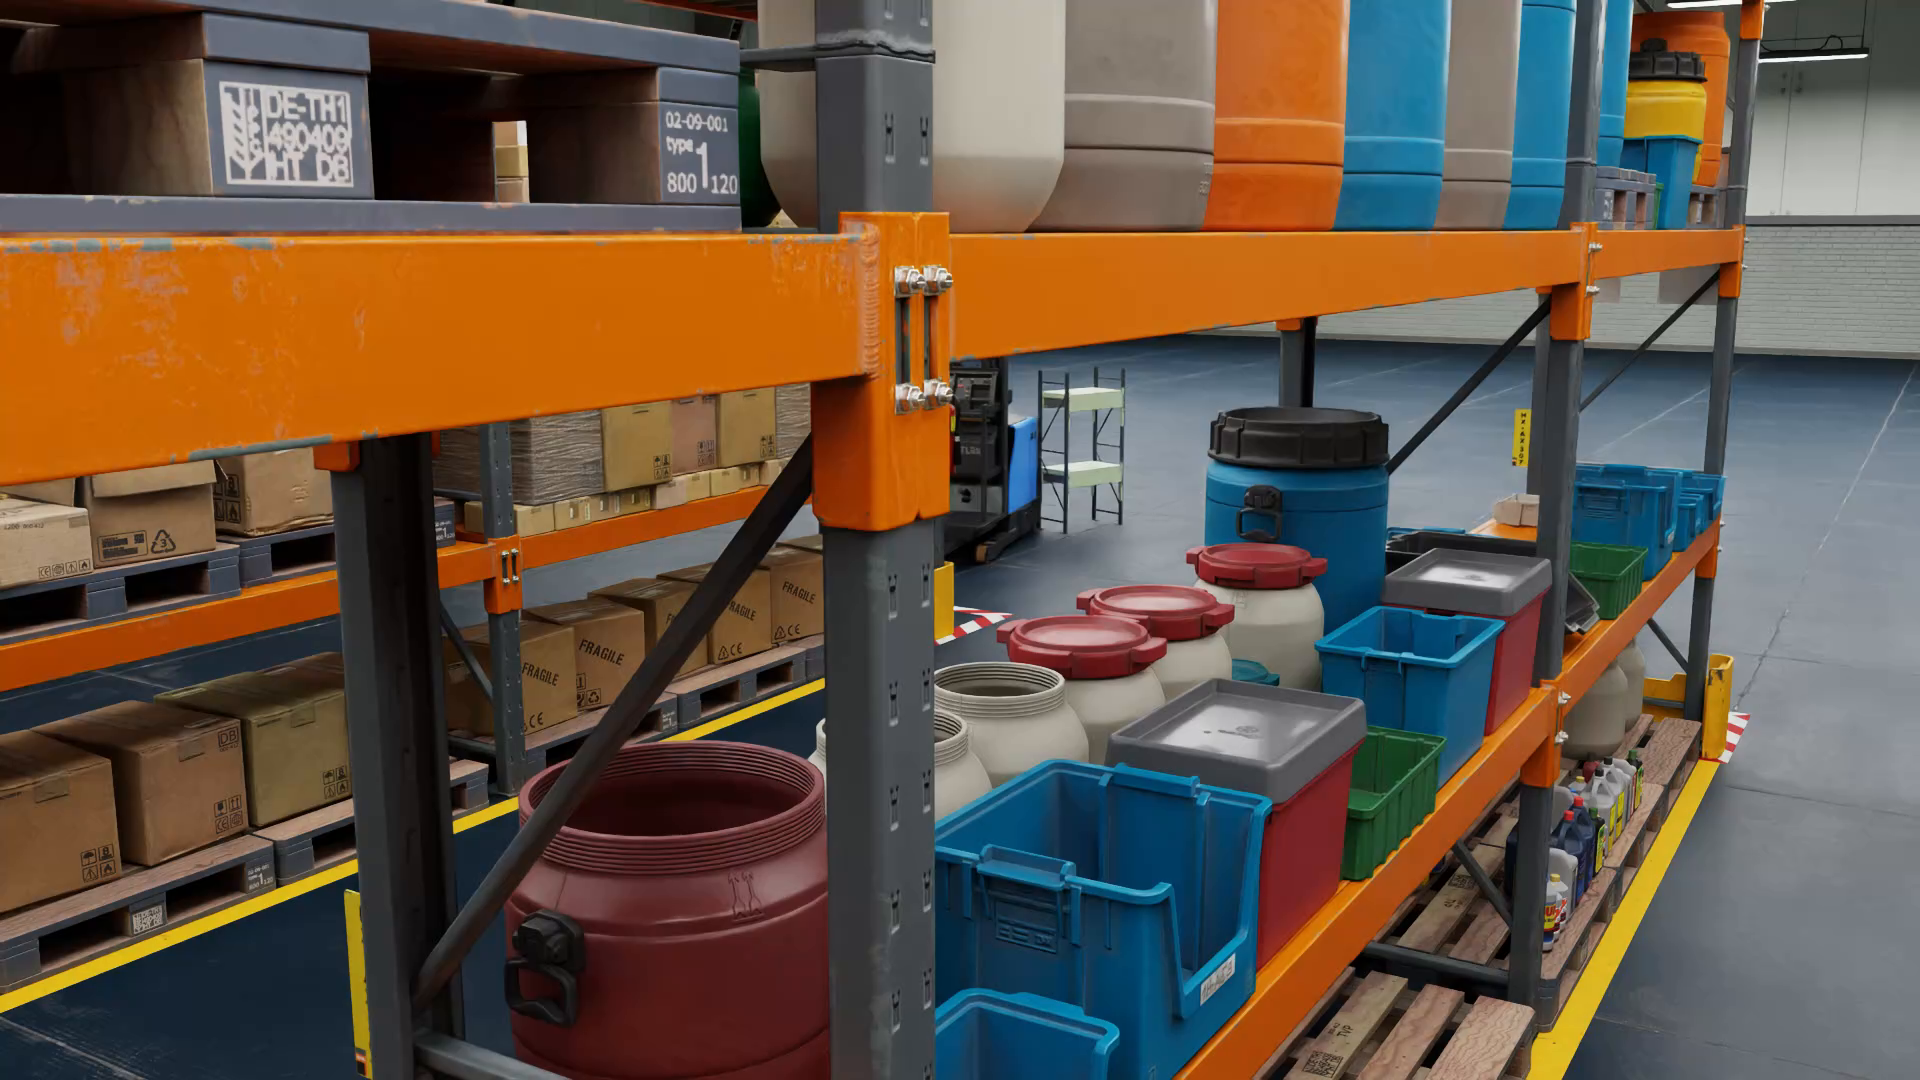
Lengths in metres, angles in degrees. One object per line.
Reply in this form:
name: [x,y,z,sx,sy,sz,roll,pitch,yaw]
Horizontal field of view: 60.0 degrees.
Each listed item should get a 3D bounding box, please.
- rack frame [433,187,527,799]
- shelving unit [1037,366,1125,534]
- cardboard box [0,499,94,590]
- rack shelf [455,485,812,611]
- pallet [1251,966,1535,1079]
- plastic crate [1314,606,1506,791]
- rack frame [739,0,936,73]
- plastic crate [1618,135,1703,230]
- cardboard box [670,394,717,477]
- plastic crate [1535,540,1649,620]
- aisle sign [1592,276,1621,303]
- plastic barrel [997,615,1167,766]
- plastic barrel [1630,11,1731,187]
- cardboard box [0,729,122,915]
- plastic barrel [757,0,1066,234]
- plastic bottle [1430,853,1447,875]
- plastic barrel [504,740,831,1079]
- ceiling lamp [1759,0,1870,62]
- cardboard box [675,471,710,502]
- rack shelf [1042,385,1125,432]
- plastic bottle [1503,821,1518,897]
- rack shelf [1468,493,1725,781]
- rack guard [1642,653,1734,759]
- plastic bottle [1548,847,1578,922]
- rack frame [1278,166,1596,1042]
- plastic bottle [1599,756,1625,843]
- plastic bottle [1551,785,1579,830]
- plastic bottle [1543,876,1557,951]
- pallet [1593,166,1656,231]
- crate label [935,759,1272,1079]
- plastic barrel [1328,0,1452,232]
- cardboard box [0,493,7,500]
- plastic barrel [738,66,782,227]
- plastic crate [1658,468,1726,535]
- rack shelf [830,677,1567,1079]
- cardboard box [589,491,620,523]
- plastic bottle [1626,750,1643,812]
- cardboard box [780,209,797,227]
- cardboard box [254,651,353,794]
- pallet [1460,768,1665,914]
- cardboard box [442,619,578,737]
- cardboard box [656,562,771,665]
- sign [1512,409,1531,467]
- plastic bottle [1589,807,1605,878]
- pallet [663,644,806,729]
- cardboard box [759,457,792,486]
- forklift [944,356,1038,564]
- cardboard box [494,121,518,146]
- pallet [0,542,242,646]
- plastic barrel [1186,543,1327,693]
rack frame: [-2.646,-0.235,8.352,1.000,3.000,0.127,6,12,31]
shelving unit: [1.150,-0.867,15.804,0.755,1.500,0.431,-9,14,-39]
cardboard box: [-3.656,0.020,6.257,0.500,0.250,0.500,6,12,29]
rack shelf: [-1.608,-0.196,10.098,1.077,0.370,4.000,6,12,31]
pallet: [1.213,1.736,5.401,1.003,0.211,1.213,6,12,31]
plastic crate: [1.280,0.450,4.740,0.392,0.384,0.575,6,12,31]
rack frame: [-0.489,-2.081,1.912,1.000,3.000,0.127,6,12,31]
plastic crate: [2.931,-1.528,7.154,0.392,0.384,0.575,6,12,31]
cardboard box: [-1.896,-0.658,9.535,0.875,0.500,0.500,6,12,31]
plastic crate: [2.533,0.156,6.840,0.450,0.188,0.662,6,12,31]
aisle sign: [3.451,-1.708,9.155,0.394,0.787,0.004,6,12,31]
plastic barrel: [0.298,0.485,4.140,0.433,0.535,0.433,0,11,0]
plastic barrel: [3.520,-2.194,8.357,0.600,0.830,0.708,6,12,31]
cardboard box: [-3.826,1.121,6.706,0.700,0.500,0.500,8,13,35]
plastic barrel: [-0.066,-0.681,2.282,0.421,0.512,0.421,0,11,0]
plastic bottle: [1.915,1.212,6.829,0.152,0.276,0.135,6,12,31]
plastic barrel: [-0.507,0.699,2.996,0.600,0.536,0.708,6,12,31]
ceiling lamp: [15.563,-10.355,30.243,2.000,3.185,0.800,6,12,31]
cardboard box: [-1.649,-0.315,9.465,0.380,0.149,0.250,6,12,31]
rack shelf: [1.150,-1.250,15.732,0.720,0.370,0.431,-9,14,-39]
plastic bottle: [2.238,1.223,6.568,0.144,0.351,0.185,6,12,31]
rack shelf: [2.626,0.278,7.571,1.077,0.370,4.000,6,12,31]
rack guard: [3.665,0.855,9.327,1.175,0.500,0.348,6,12,31]
plastic bottle: [2.272,1.299,6.364,0.152,0.276,0.135,7,13,33]
rack frame: [1.587,0.239,5.824,1.000,3.000,0.127,6,12,31]
plastic bottle: [2.776,1.111,7.166,0.144,0.351,0.185,7,13,33]
plastic bottle: [2.540,1.167,7.071,0.152,0.276,0.135,6,12,31]
plastic bottle: [2.127,1.355,6.079,0.097,0.271,0.097,0,11,0]
pallet: [1.878,-1.266,6.222,1.213,0.211,1.003,6,12,31]
crate label: [0.258,0.720,3.157,0.502,0.435,0.616,6,12,31]
plastic barrel: [0.830,-1.176,3.865,0.600,0.901,0.708,6,12,31]
cardboard box: [-6.446,0.021,11.617,0.875,0.875,0.875,7,12,32]
plastic barrel: [-0.405,-0.574,2.436,0.294,0.245,0.294,0,11,0]
plastic crate: [3.660,-0.210,8.625,0.499,0.251,0.616,6,12,31]
rack shelf: [0.549,0.907,4.210,1.077,0.370,4.000,6,12,31]
cardboard box: [-2.030,-0.196,8.830,0.380,0.149,0.250,6,12,31]
plastic bottle: [3.040,1.079,7.520,0.061,0.283,0.133,7,13,32]
cardboard box: [-1.132,-2.006,10.068,0.500,0.250,0.500,7,13,32]
cardboard box: [-2.983,0.872,8.037,0.700,0.500,0.500,5,12,26]
pallet: [2.604,1.315,7.653,1.003,0.211,1.213,6,12,31]
cardboard box: [-2.404,0.729,8.859,0.500,0.500,0.500,6,12,29]
cardboard box: [-1.530,0.449,10.352,0.500,0.500,0.500,8,13,36]
sign: [3.196,-0.580,9.444,0.100,0.325,0.005,6,12,31]
plastic bottle: [2.580,1.218,6.776,0.061,0.283,0.133,7,13,33]
pallet: [-1.695,0.834,10.220,1.003,0.211,1.213,6,12,31]
cardboard box: [-1.230,-0.430,10.077,0.380,0.149,0.250,6,12,31]
forklift: [-0.191,-1.313,14.296,1.130,2.935,3.031,3,11,17]
cardboard box: [-2.630,-2.245,8.501,0.500,0.500,0.500,6,12,29]
pallet: [-3.730,0.173,6.693,1.003,0.211,1.213,6,12,31]
plastic barrel: [0.903,0.301,5.120,0.433,0.535,0.433,0,11,0]
